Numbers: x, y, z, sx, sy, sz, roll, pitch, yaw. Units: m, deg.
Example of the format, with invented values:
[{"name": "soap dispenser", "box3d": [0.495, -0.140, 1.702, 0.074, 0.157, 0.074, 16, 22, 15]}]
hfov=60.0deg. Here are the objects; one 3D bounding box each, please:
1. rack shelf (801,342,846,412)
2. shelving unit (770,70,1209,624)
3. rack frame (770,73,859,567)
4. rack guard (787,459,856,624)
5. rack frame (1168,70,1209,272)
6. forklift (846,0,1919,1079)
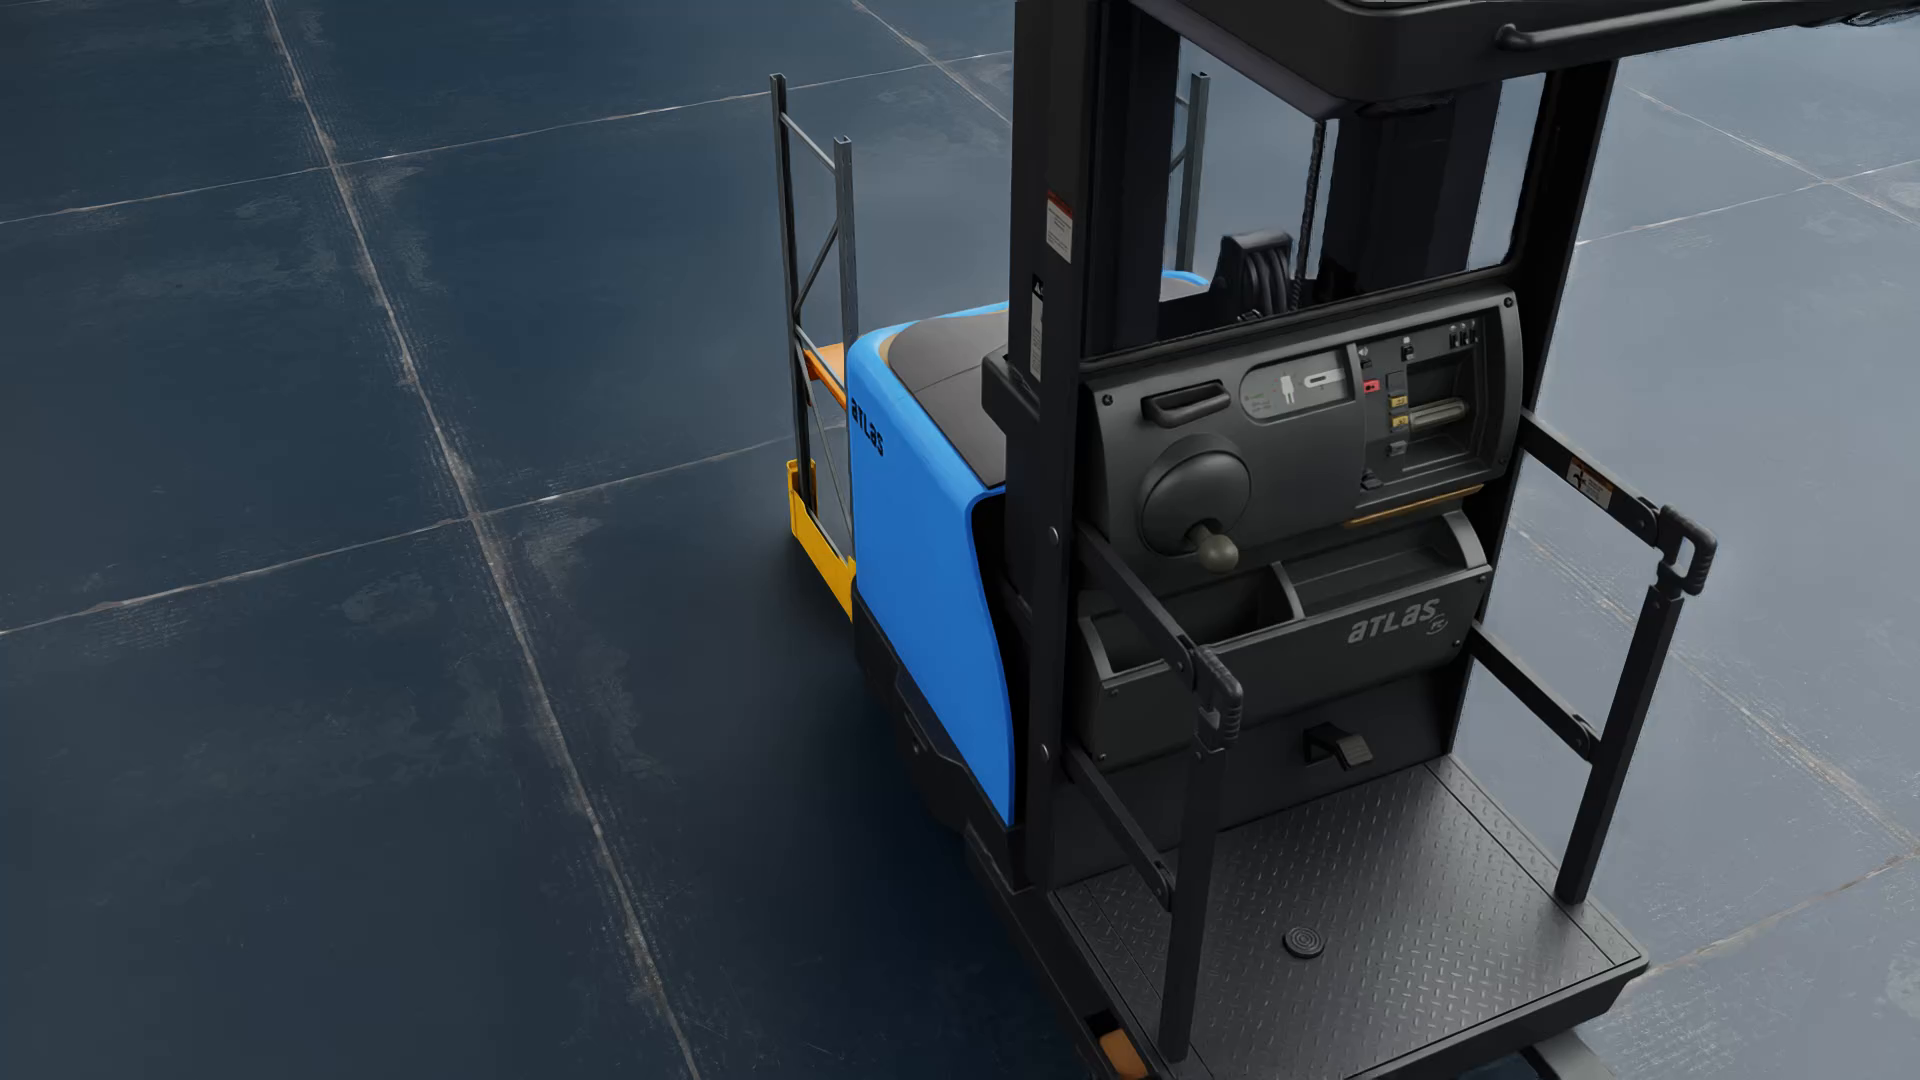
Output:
[{"name": "rack shelf", "box3d": [0.077, -0.480, 4.939, 1.000, 0.185, 0.538, -16, 39, -20]}, {"name": "shelving unit", "box3d": [0.069, -0.622, 4.829, 1.083, 1.500, 0.587, -16, 39, -20]}, {"name": "rack frame", "box3d": [-0.383, -0.495, 4.659, 0.032, 1.500, 0.500, -16, 39, -20]}, {"name": "rack guard", "box3d": [-0.382, 0.006, 5.032, 0.087, 0.250, 0.587, -16, 39, -20]}, {"name": "rack frame", "box3d": [0.537, -0.753, 5.006, 0.032, 1.500, 0.500, -16, 39, -20]}, {"name": "forklift", "box3d": [0.762, -0.142, 2.981, 1.130, 2.935, 3.031, -15, 39, -19]}]
